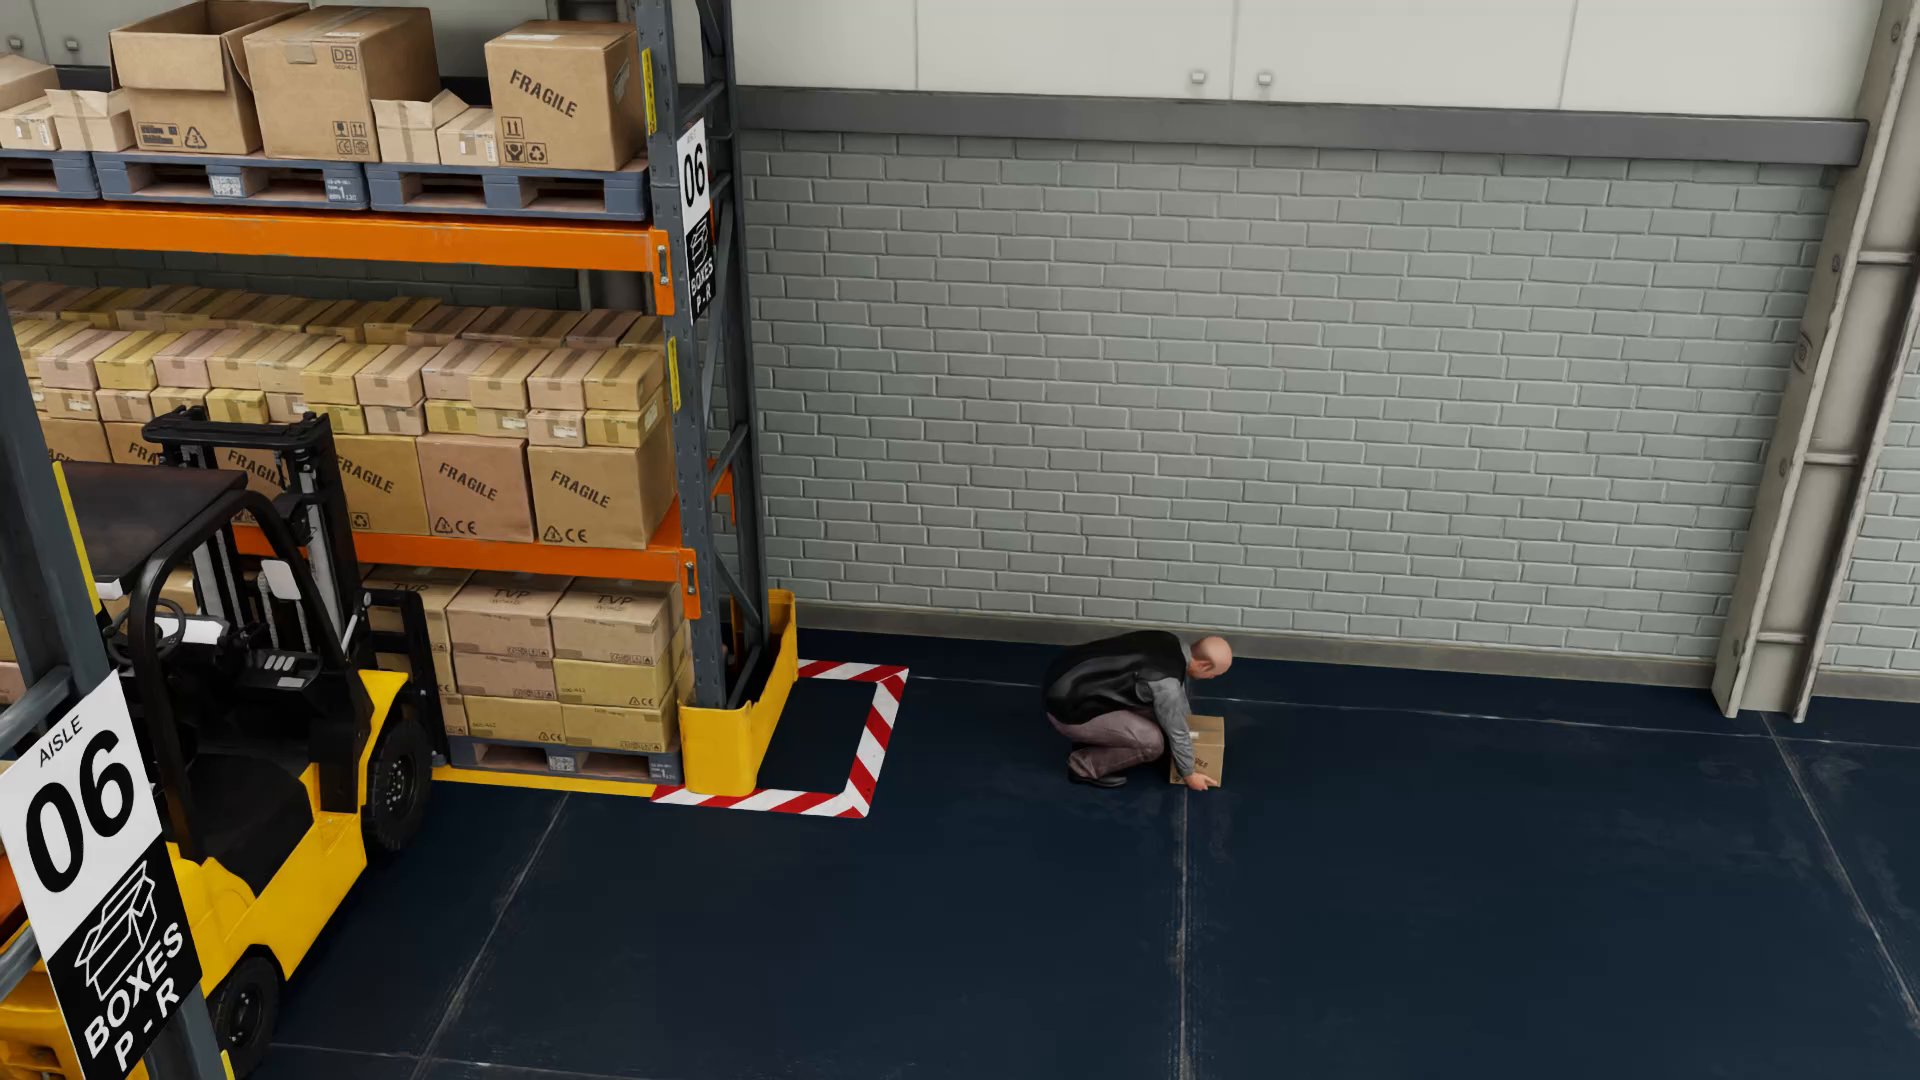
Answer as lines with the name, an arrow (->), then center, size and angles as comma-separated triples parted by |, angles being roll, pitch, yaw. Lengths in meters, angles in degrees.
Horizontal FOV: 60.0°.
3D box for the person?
person -> 0.860, 0.843, 8.196 | 0.912, 0.830, 0.523 | 3, 28, 6
